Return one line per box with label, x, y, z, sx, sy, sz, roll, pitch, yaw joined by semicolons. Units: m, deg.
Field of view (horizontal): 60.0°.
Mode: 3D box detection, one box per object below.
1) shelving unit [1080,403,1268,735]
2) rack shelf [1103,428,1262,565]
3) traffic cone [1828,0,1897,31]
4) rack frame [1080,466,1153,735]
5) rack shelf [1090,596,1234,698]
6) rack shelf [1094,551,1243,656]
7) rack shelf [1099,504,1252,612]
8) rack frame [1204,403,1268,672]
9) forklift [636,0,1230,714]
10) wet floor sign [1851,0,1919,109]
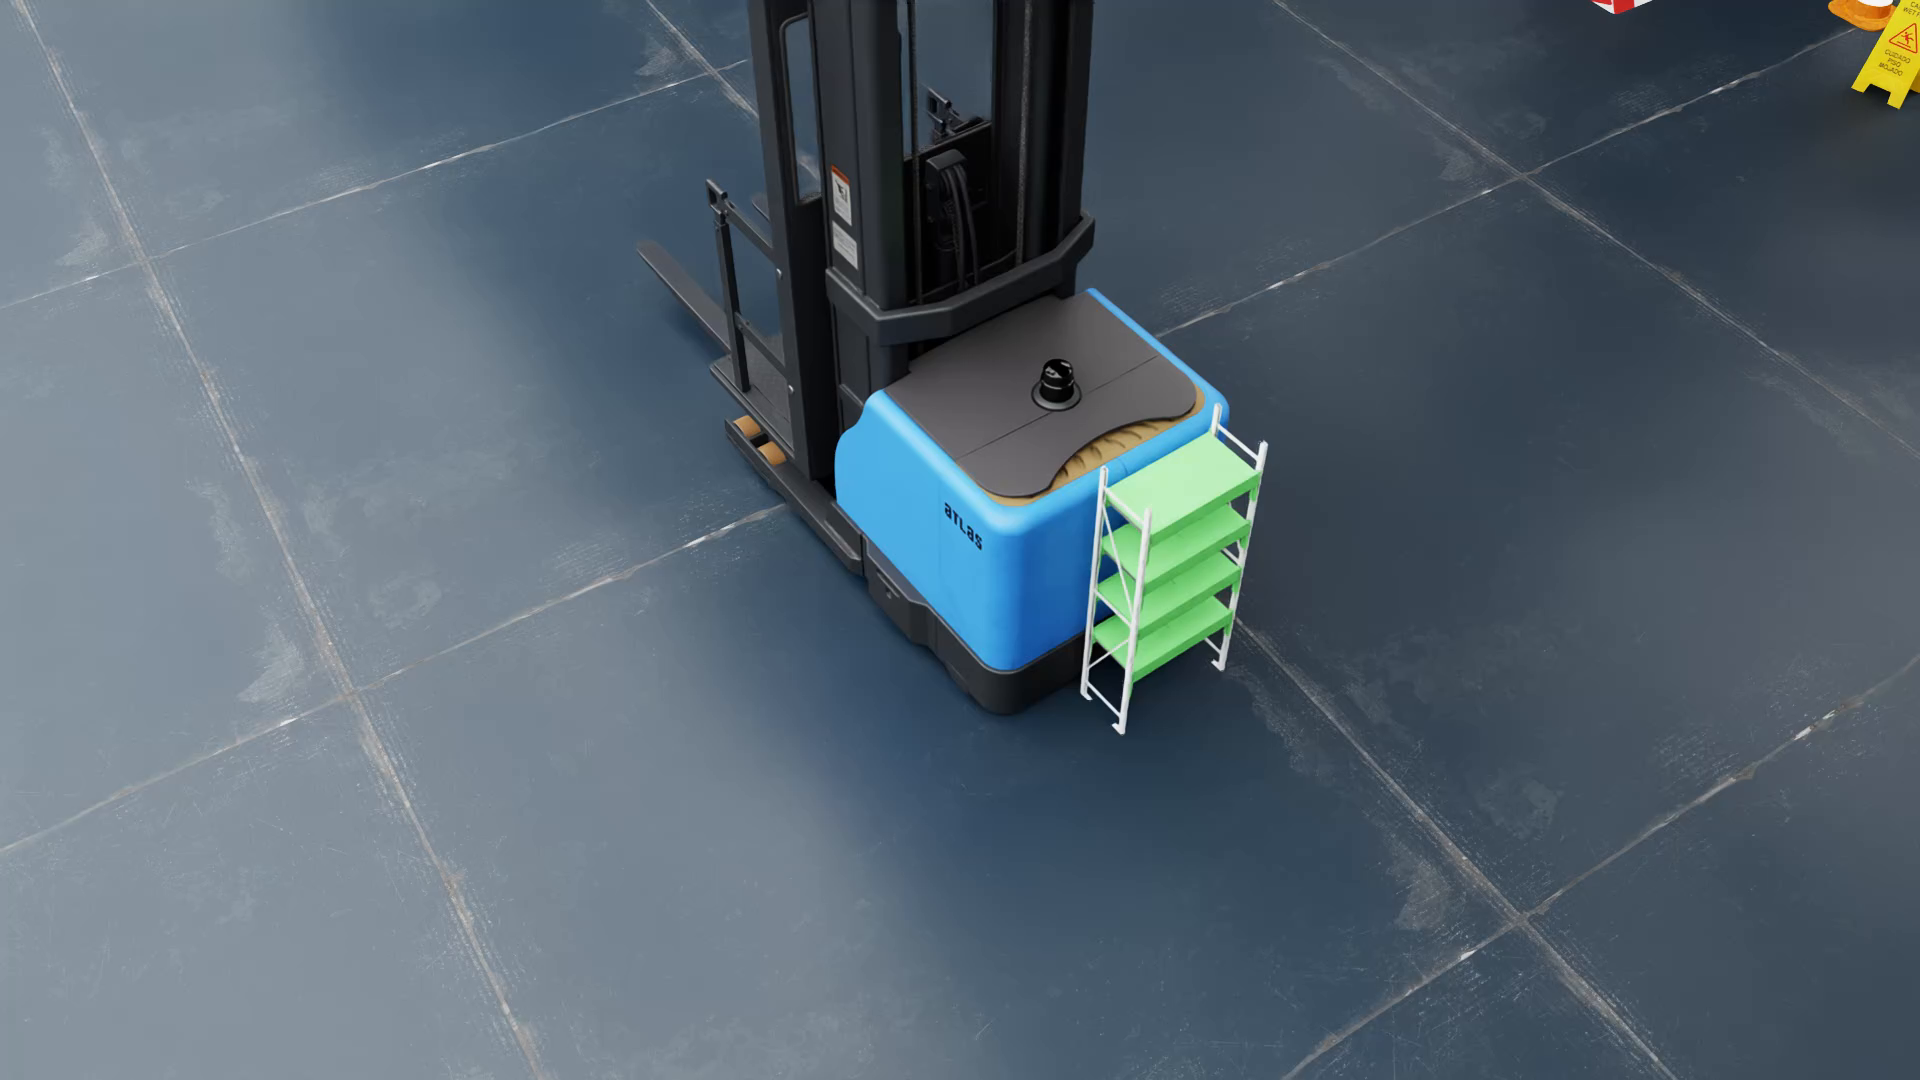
shelving unit;0.721;0.130;5.776;0.503;1.200;0.258;-29;54;-23
rack shelf;0.721;-0.147;5.466;0.480;0.148;0.258;-29;54;-23
traffic cone;5.085;-3.116;9.160;0.334;0.463;0.336;-25;53;-21
rack frame;0.524;0.238;5.680;0.015;1.200;0.240;-29;54;-23
rack shelf;0.721;0.332;6.003;0.480;0.148;0.258;-29;54;-23
rack shelf;0.721;0.172;5.824;0.480;0.148;0.258;-29;54;-23
rack shelf;0.721;0.013;5.645;0.480;0.148;0.258;-29;54;-23
rack frame;0.917;0.022;5.873;0.015;1.200;0.240;-29;54;-23
forklift;-0.326;-1.410;5.988;1.130;2.935;3.031;-28;54;-23
wet floor sign;4.910;-2.600;8.578;0.232;0.644;0.267;-34;57;-27
